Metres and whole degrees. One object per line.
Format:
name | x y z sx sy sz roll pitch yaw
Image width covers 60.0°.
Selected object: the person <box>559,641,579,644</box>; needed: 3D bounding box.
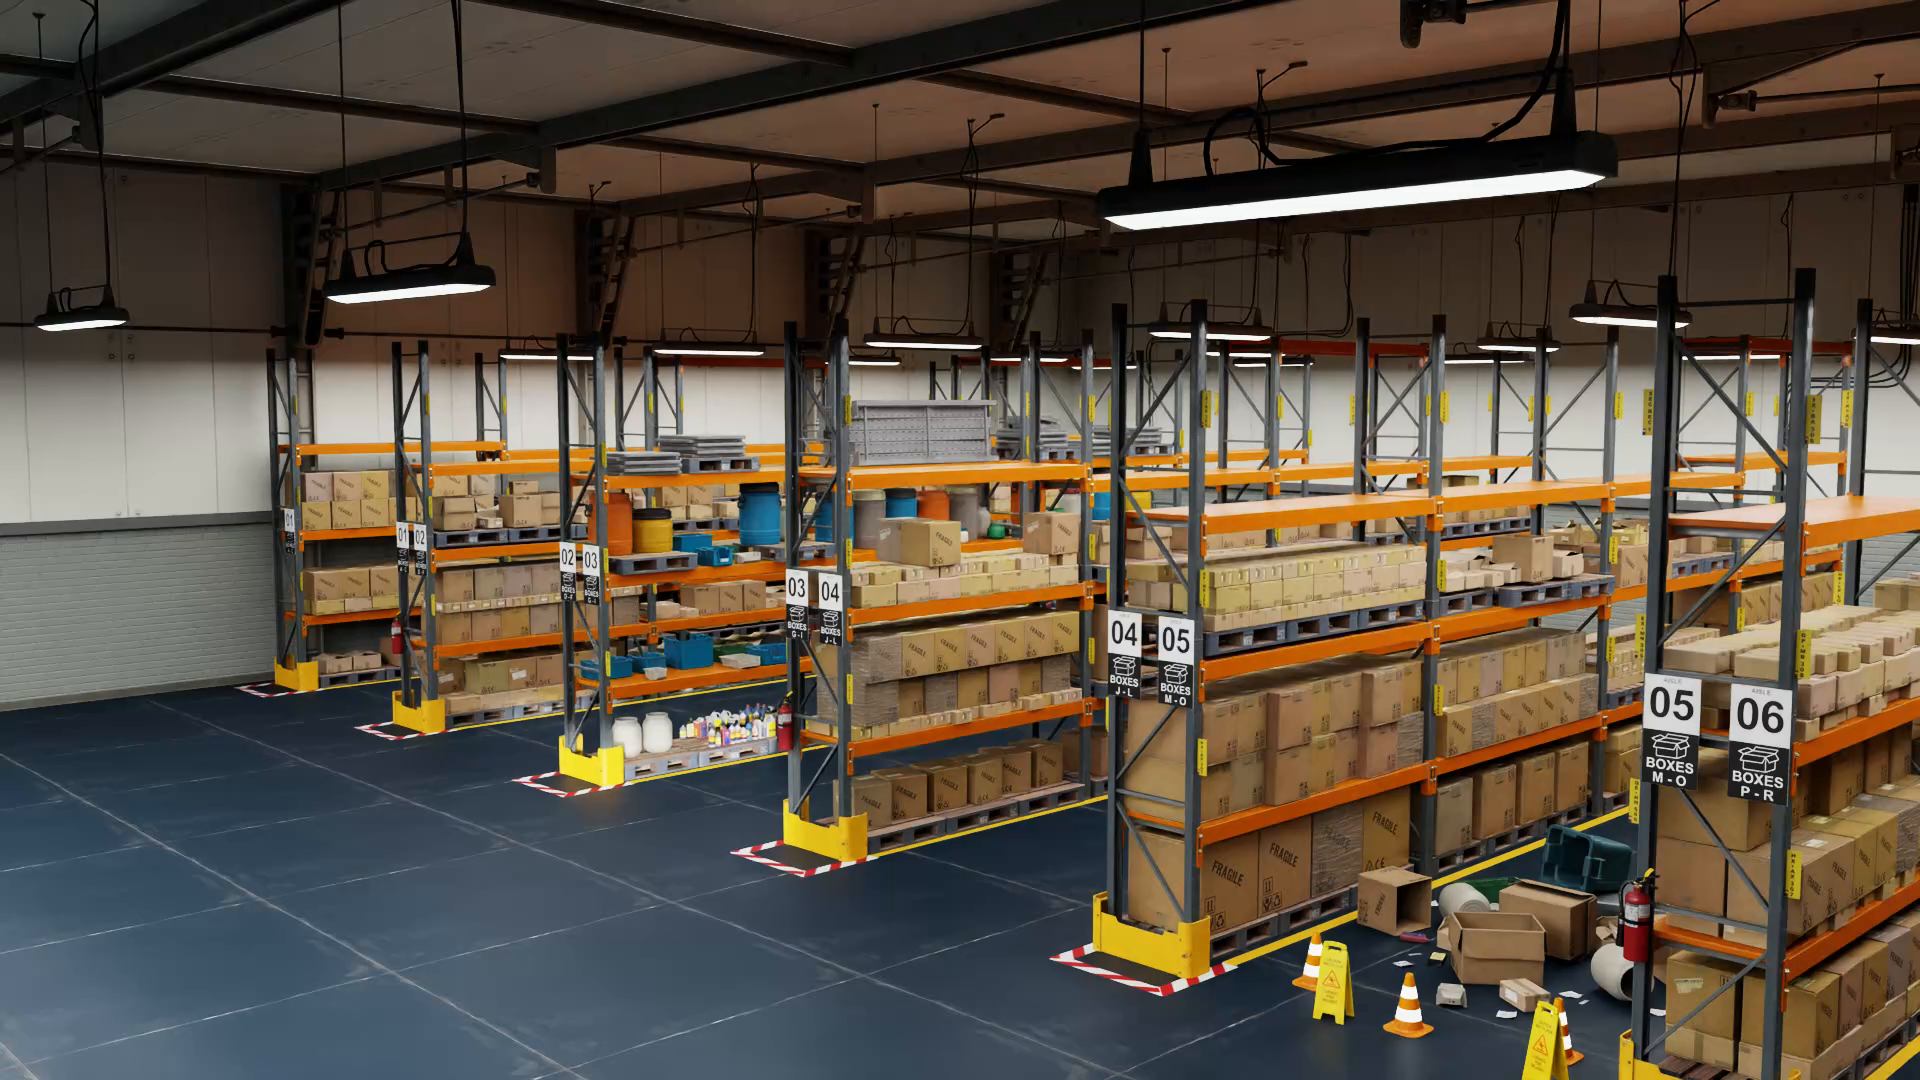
person | -7.150 1.756 30.162 0.523 1.690 0.689 4 6 40
